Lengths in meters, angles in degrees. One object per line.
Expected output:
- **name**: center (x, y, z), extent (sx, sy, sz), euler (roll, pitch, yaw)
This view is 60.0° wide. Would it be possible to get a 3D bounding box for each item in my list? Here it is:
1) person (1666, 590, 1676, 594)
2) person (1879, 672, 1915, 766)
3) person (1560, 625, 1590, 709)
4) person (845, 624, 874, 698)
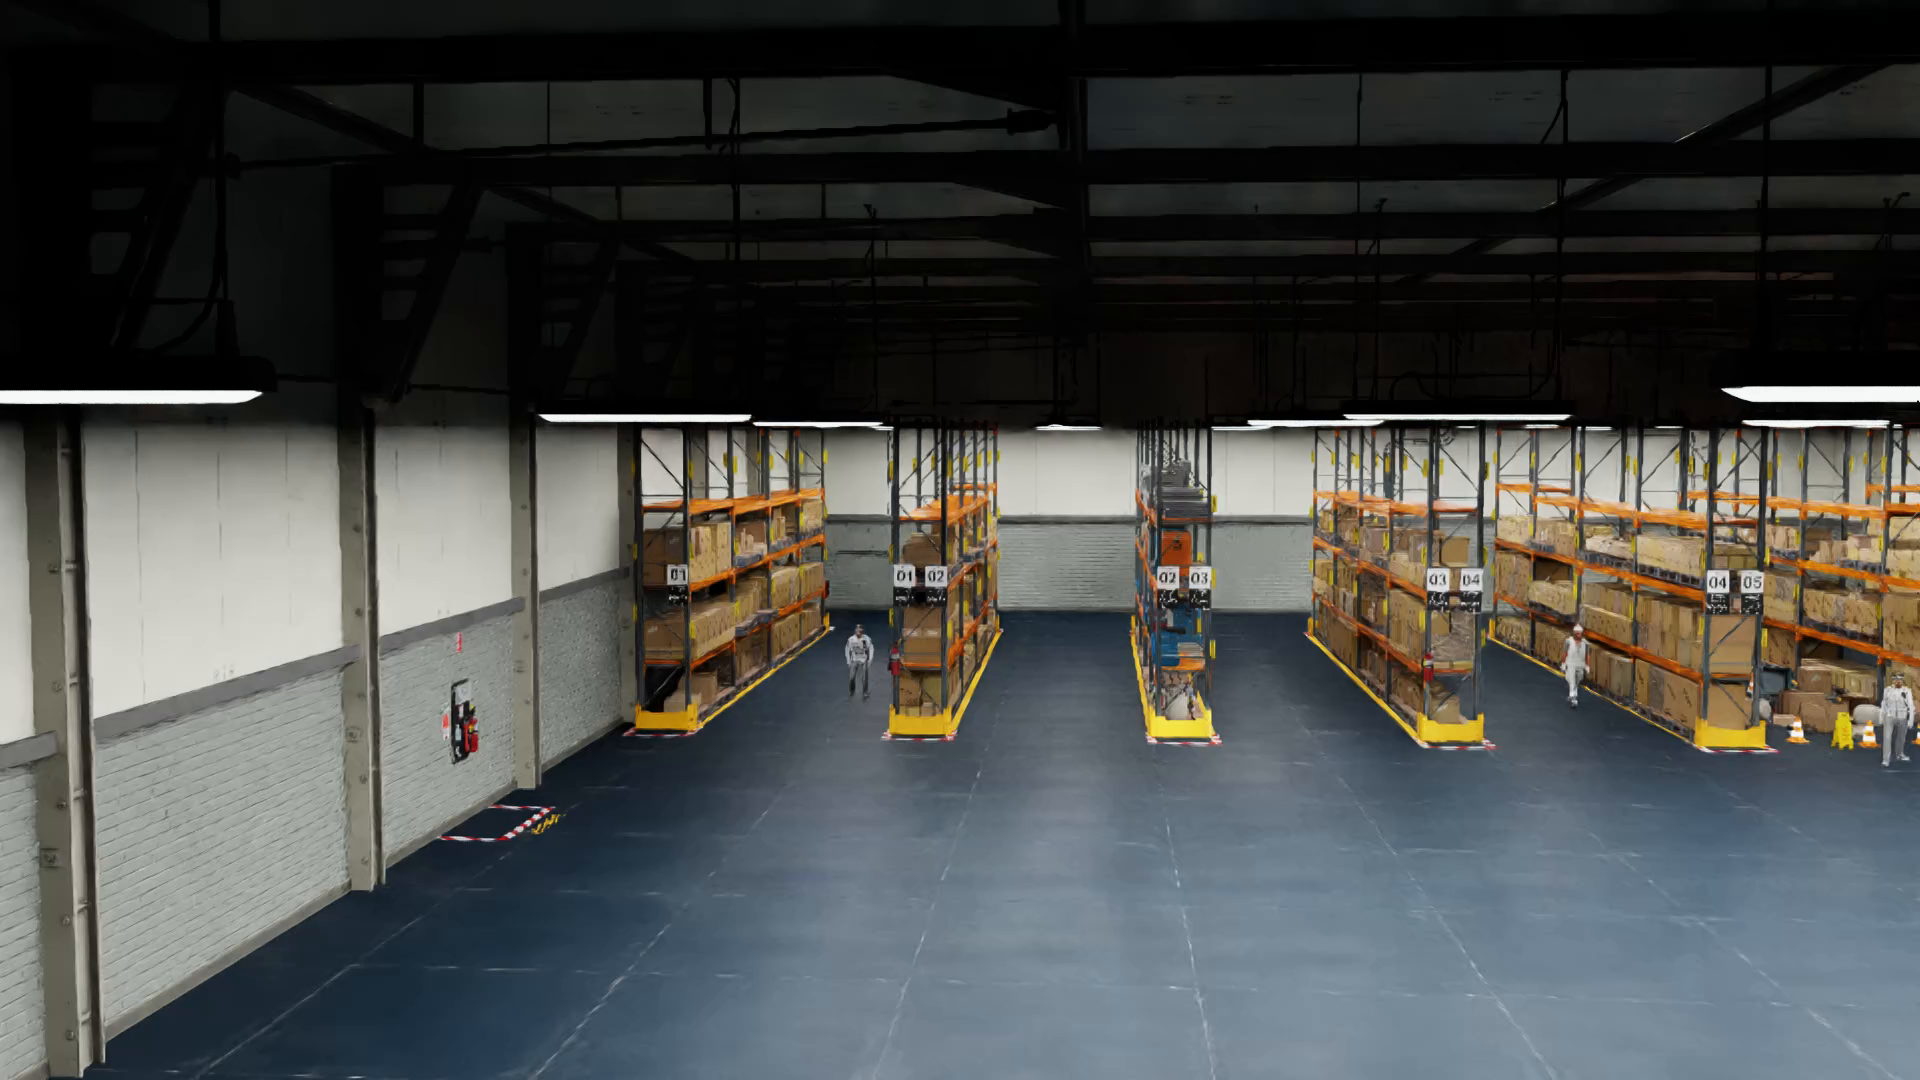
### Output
- **person**: center (18.515, 1.982, 43.424), extent (0.586, 1.782, 0.691), euler (1, 4, 14)
- **person**: center (16.092, 3.054, 28.559), extent (0.523, 1.607, 0.922), euler (2, 4, 27)
- **person**: center (12.789, 2.602, 34.479), extent (0.550, 1.709, 1.128), euler (0, 4, 3)
- **person**: center (-2.157, 2.586, 35.673), extent (0.639, 1.632, 0.512), euler (0, 4, 3)
